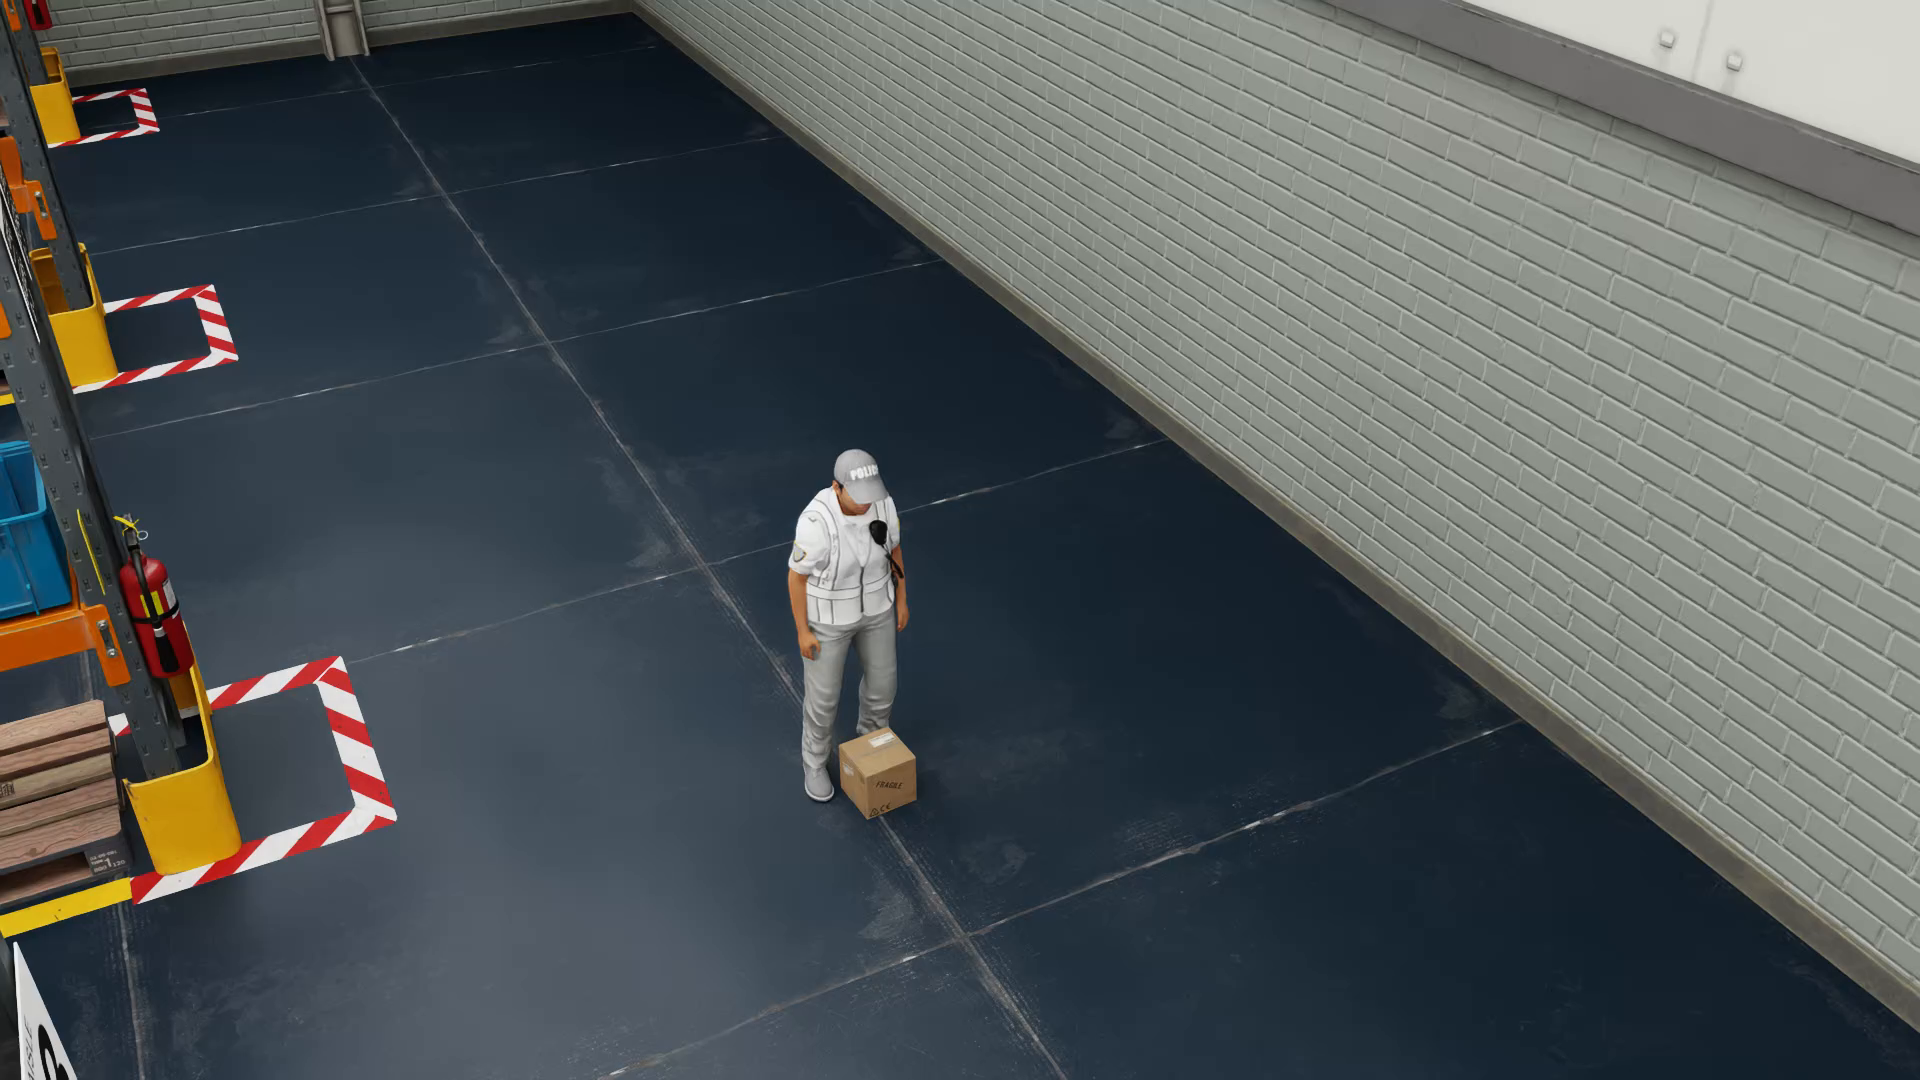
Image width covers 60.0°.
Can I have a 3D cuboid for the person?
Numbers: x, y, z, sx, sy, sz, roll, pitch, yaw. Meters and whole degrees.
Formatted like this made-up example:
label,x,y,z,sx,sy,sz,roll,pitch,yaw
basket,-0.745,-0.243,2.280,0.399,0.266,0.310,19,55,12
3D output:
label,x,y,z,sx,sy,sz,roll,pitch,yaw
person,-0.470,0.331,7.099,0.557,1.667,0.468,-17,37,-24
